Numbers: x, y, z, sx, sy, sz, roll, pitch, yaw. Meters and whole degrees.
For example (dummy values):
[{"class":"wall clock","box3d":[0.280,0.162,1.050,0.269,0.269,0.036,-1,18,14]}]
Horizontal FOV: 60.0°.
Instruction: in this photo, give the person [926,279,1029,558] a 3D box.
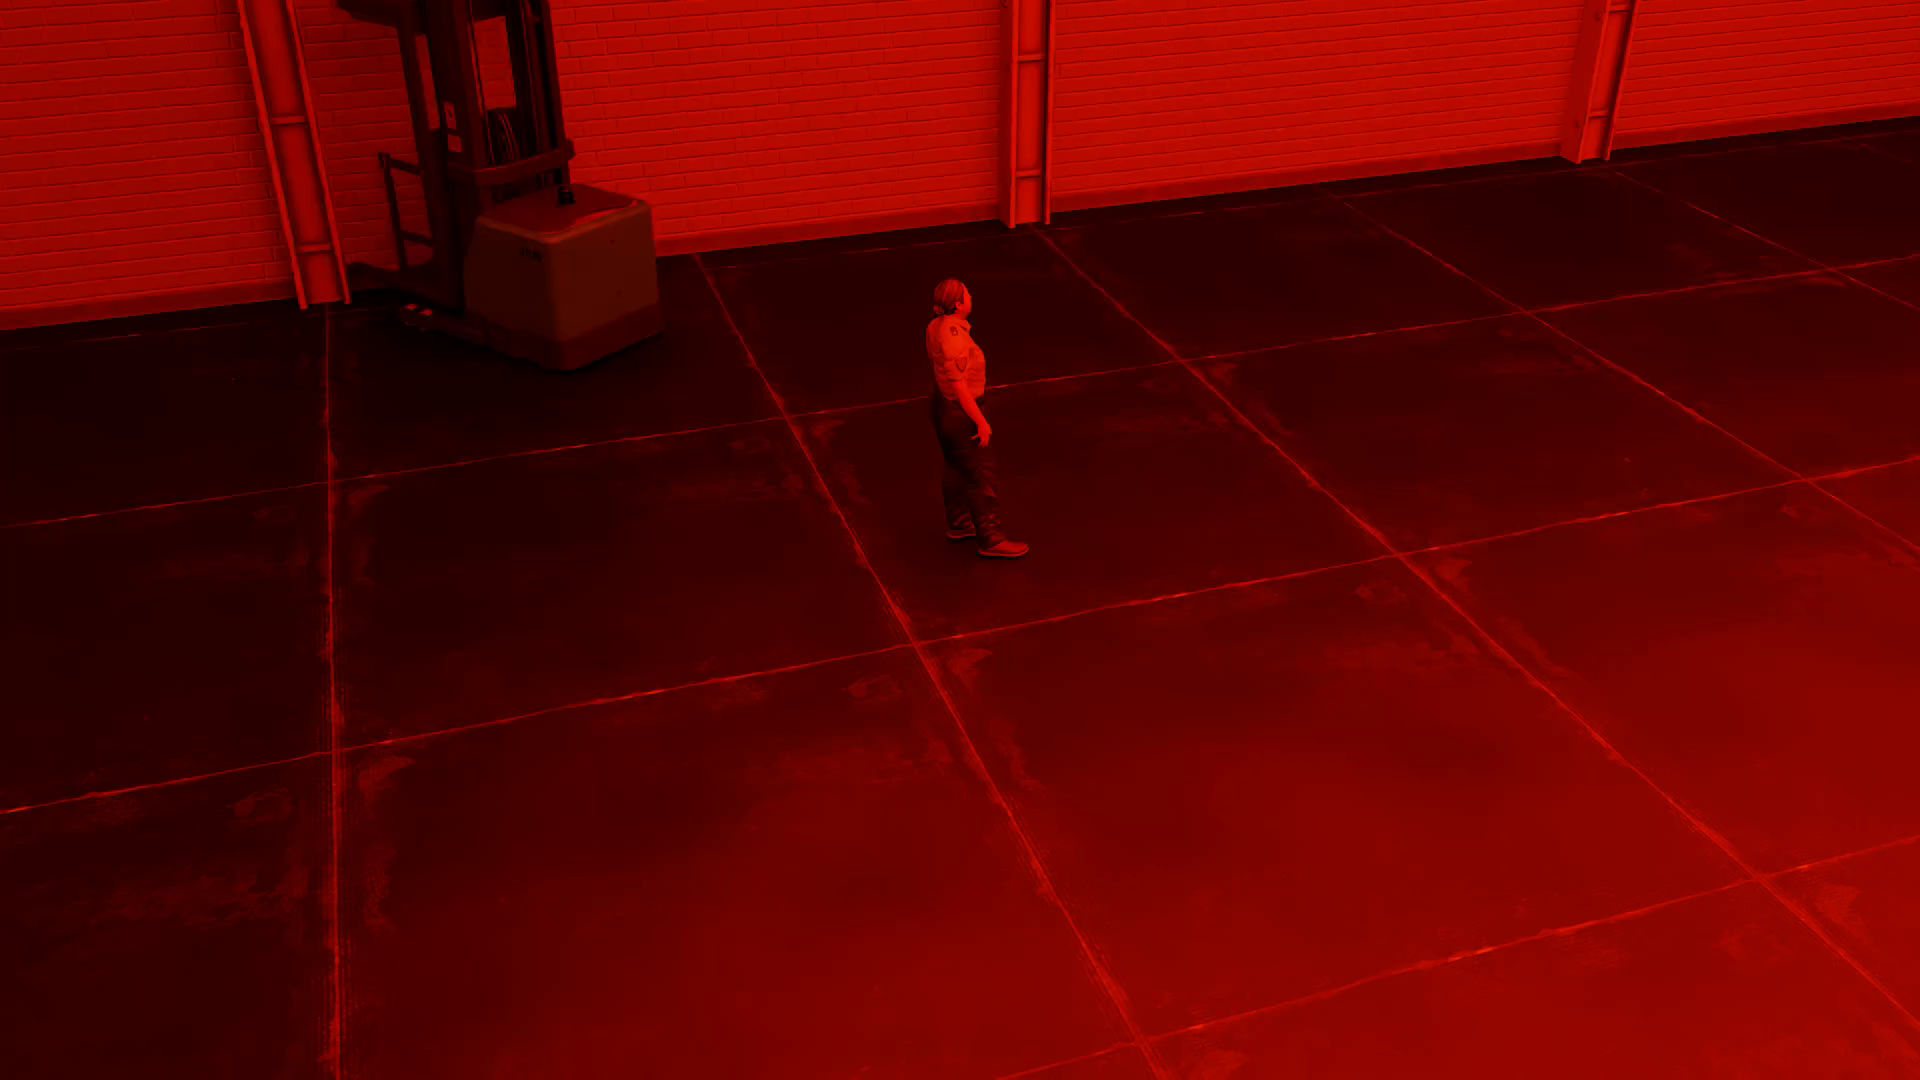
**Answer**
[{"class":"person","box3d":[0.093,-0.723,9.617,0.502,1.651,0.598,-10,31,-16]}]

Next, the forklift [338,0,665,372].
[{"class":"forklift","box3d":[-3.740,-3.066,12.416,3.031,2.935,1.130,20,36,31]}]
